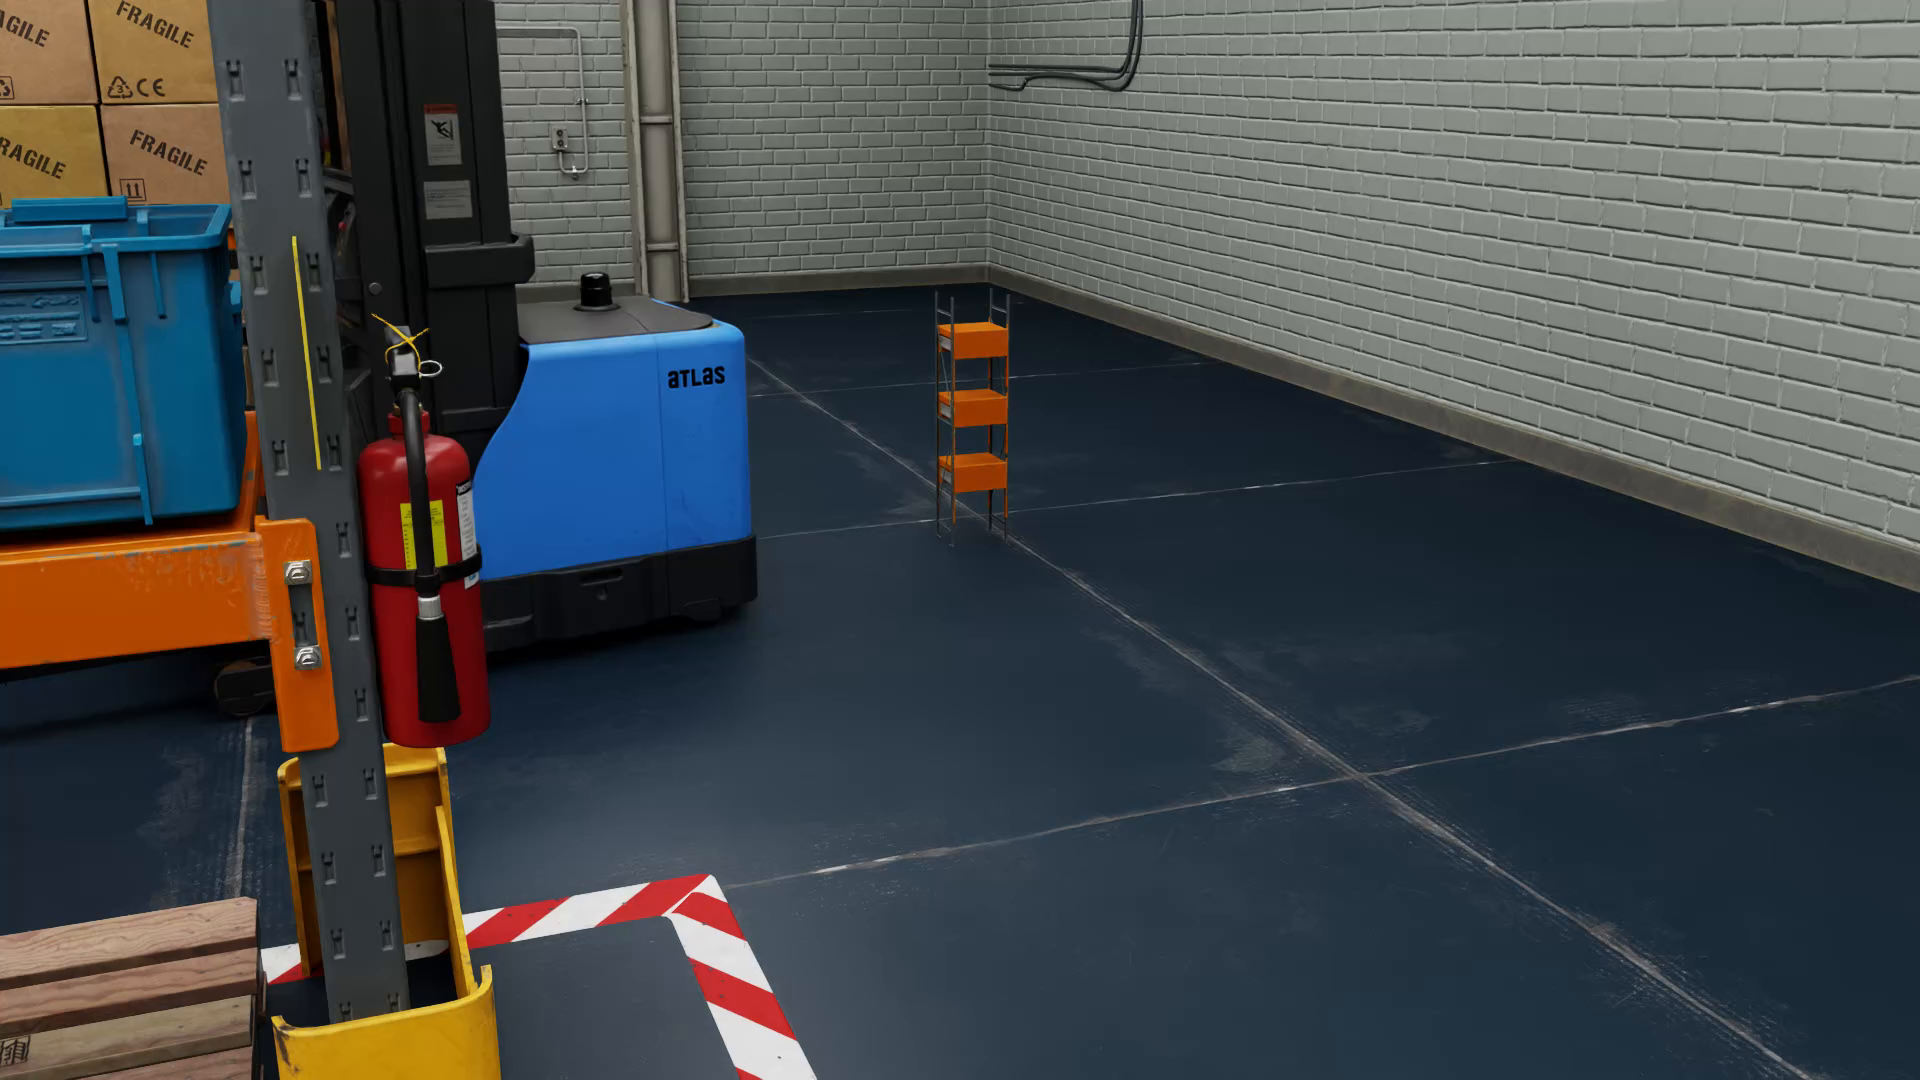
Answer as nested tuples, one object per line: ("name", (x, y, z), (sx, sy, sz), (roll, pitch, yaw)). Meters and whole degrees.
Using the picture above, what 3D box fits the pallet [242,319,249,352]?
("pallet", (-5.419, -1.501, 11.836), (1.213, 0.211, 1.003), (-6, 17, -20))

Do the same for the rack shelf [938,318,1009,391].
("rack shelf", (0.050, -0.771, 6.892), (0.240, 0.259, 0.215), (-6, 17, -20))

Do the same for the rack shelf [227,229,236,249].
("rack shelf", (-4.792, -1.091, 6.765), (4.000, 0.370, 1.077), (-6, 17, -20))

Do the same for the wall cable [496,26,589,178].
("wall cable", (-3.843, -3.806, 12.932), (1.851, 1.984, 0.084), (-6, 17, -20))

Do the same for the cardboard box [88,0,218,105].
("cardboard box", (-3.241, -2.048, 6.797), (0.500, 0.500, 0.500), (-6, 18, -21))

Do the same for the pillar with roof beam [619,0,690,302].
("pillar with roof beam", (-0.948, -5.186, 8.787), (0.400, 9.000, 9.100), (-6, 17, -20))

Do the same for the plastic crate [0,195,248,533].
("plastic crate", (-1.401, -0.297, 2.616), (0.499, 0.435, 0.616), (-6, 17, -20))

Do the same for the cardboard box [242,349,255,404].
("cardboard box", (-3.344, -0.530, 7.234), (0.500, 0.500, 0.500), (-6, 17, -20))

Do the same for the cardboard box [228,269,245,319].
("cardboard box", (-5.318, -1.846, 11.751), (0.500, 0.500, 0.700), (-6, 17, -20))

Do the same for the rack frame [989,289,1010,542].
("rack frame", (0.164, -0.521, 7.011), (0.008, 1.050, 0.200), (-6, 17, -20))

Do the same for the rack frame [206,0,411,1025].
("rack frame", (-1.155, -0.334, 2.911), (0.127, 3.000, 1.000), (-6, 17, -20))

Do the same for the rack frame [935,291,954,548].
("rack frame", (-0.064, -0.497, 6.927), (0.008, 1.050, 0.200), (-6, 17, -20))

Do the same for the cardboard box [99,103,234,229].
("cardboard box", (-3.245, -1.569, 6.939), (0.500, 0.500, 0.500), (-6, 17, -18))

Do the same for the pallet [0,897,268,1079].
("pallet", (-1.939, 1.077, 3.056), (1.213, 0.211, 1.003), (-6, 17, -20))

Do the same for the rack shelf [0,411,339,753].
("rack shelf", (-3.023, 0.213, 2.326), (4.000, 0.370, 1.077), (-6, 17, -20))

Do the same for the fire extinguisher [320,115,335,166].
("fire extinguisher", (-4.394, -2.618, 11.489), (0.183, 0.674, 0.296), (-6, 17, -20))

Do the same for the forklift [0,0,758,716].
("forklift", (-2.273, -1.024, 5.384), (3.031, 2.935, 1.130), (-10, 19, -30))

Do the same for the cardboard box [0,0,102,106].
("cardboard box", (-3.713, -1.997, 6.622), (0.500, 0.500, 0.500), (-6, 17, -19))

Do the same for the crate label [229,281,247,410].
("crate label", (-1.503, -0.344, 3.137), (0.303, 0.233, 0.416), (-6, 17, -20))

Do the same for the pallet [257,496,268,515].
("pallet", (-3.739, -0.211, 7.443), (1.213, 0.211, 1.003), (-6, 17, -20))

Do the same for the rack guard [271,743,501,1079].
("rack guard", (-1.137, 0.860, 3.284), (0.348, 0.500, 1.175), (-6, 17, -20))

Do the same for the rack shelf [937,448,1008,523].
("rack shelf", (0.050, -0.232, 7.050), (0.240, 0.259, 0.215), (-6, 17, -20))

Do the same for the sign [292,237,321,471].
("sign", (-0.943, -0.269, 2.401), (0.005, 0.325, 0.100), (-6, 17, -20))

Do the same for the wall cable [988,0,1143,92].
("wall cable", (0.709, -4.805, 13.002), (0.112, 2.526, 3.097), (-6, 17, -20))

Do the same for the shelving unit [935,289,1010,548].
("shelving unit", (0.050, -0.509, 6.969), (0.252, 1.050, 0.215), (-6, 17, -20))

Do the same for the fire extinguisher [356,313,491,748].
("fire extinguisher", (-0.852, -0.013, 2.619), (0.183, 0.674, 0.296), (-6, 17, -20))

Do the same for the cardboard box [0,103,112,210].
("cardboard box", (-3.728, -1.515, 6.758), (0.500, 0.500, 0.500), (-6, 17, -20))

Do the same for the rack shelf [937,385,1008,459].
("rack shelf", (0.050, -0.499, 6.972), (0.240, 0.259, 0.215), (-6, 17, -20))
